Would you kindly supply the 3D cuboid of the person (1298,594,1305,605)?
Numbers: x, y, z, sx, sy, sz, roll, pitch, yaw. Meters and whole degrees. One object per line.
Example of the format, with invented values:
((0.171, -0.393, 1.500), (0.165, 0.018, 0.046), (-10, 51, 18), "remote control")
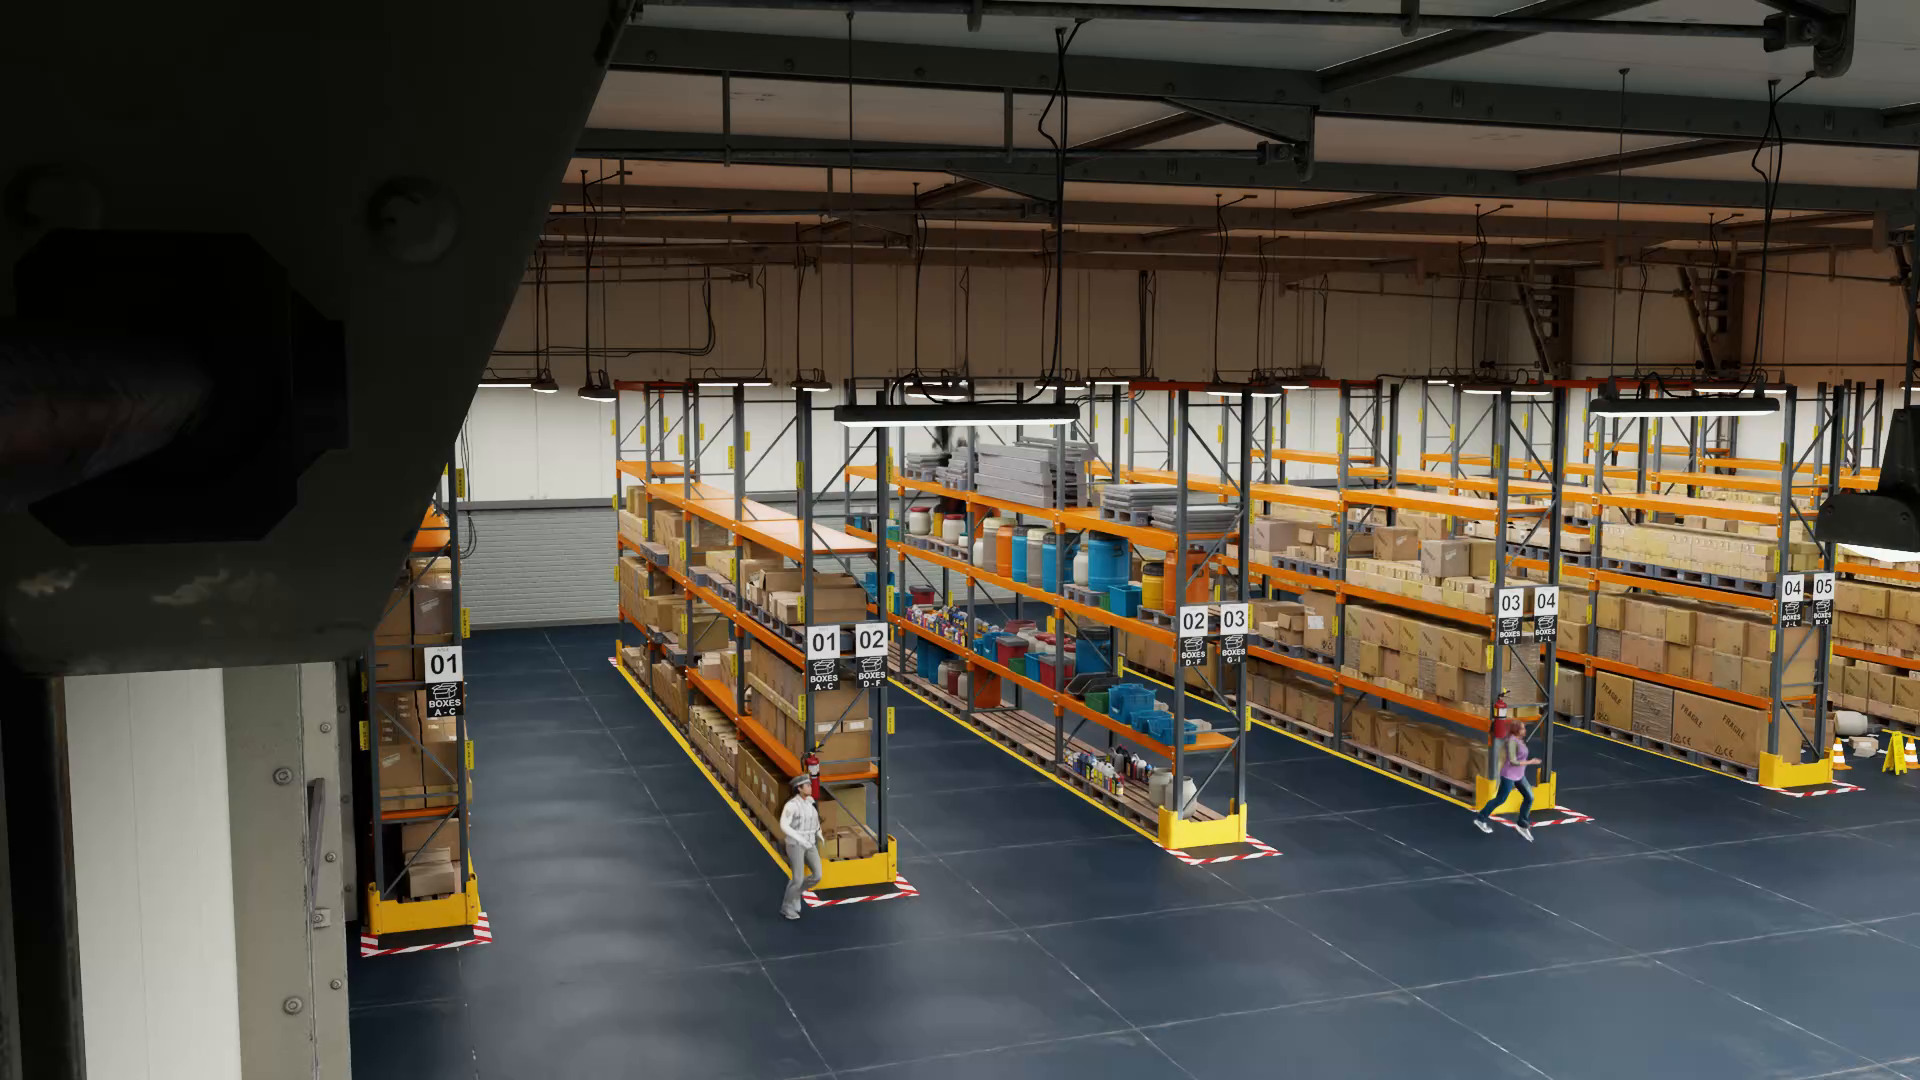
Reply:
((8.585, 1.214, 40.845), (0.564, 1.610, 0.665), (5, 8, 38), "person")

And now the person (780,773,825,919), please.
((-1.772, 3.501, 19.089), (0.489, 1.648, 0.689), (5, 8, 37), "person")

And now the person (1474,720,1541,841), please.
((7.350, 3.190, 22.225), (0.839, 1.631, 0.548), (5, 8, 37), "person")
